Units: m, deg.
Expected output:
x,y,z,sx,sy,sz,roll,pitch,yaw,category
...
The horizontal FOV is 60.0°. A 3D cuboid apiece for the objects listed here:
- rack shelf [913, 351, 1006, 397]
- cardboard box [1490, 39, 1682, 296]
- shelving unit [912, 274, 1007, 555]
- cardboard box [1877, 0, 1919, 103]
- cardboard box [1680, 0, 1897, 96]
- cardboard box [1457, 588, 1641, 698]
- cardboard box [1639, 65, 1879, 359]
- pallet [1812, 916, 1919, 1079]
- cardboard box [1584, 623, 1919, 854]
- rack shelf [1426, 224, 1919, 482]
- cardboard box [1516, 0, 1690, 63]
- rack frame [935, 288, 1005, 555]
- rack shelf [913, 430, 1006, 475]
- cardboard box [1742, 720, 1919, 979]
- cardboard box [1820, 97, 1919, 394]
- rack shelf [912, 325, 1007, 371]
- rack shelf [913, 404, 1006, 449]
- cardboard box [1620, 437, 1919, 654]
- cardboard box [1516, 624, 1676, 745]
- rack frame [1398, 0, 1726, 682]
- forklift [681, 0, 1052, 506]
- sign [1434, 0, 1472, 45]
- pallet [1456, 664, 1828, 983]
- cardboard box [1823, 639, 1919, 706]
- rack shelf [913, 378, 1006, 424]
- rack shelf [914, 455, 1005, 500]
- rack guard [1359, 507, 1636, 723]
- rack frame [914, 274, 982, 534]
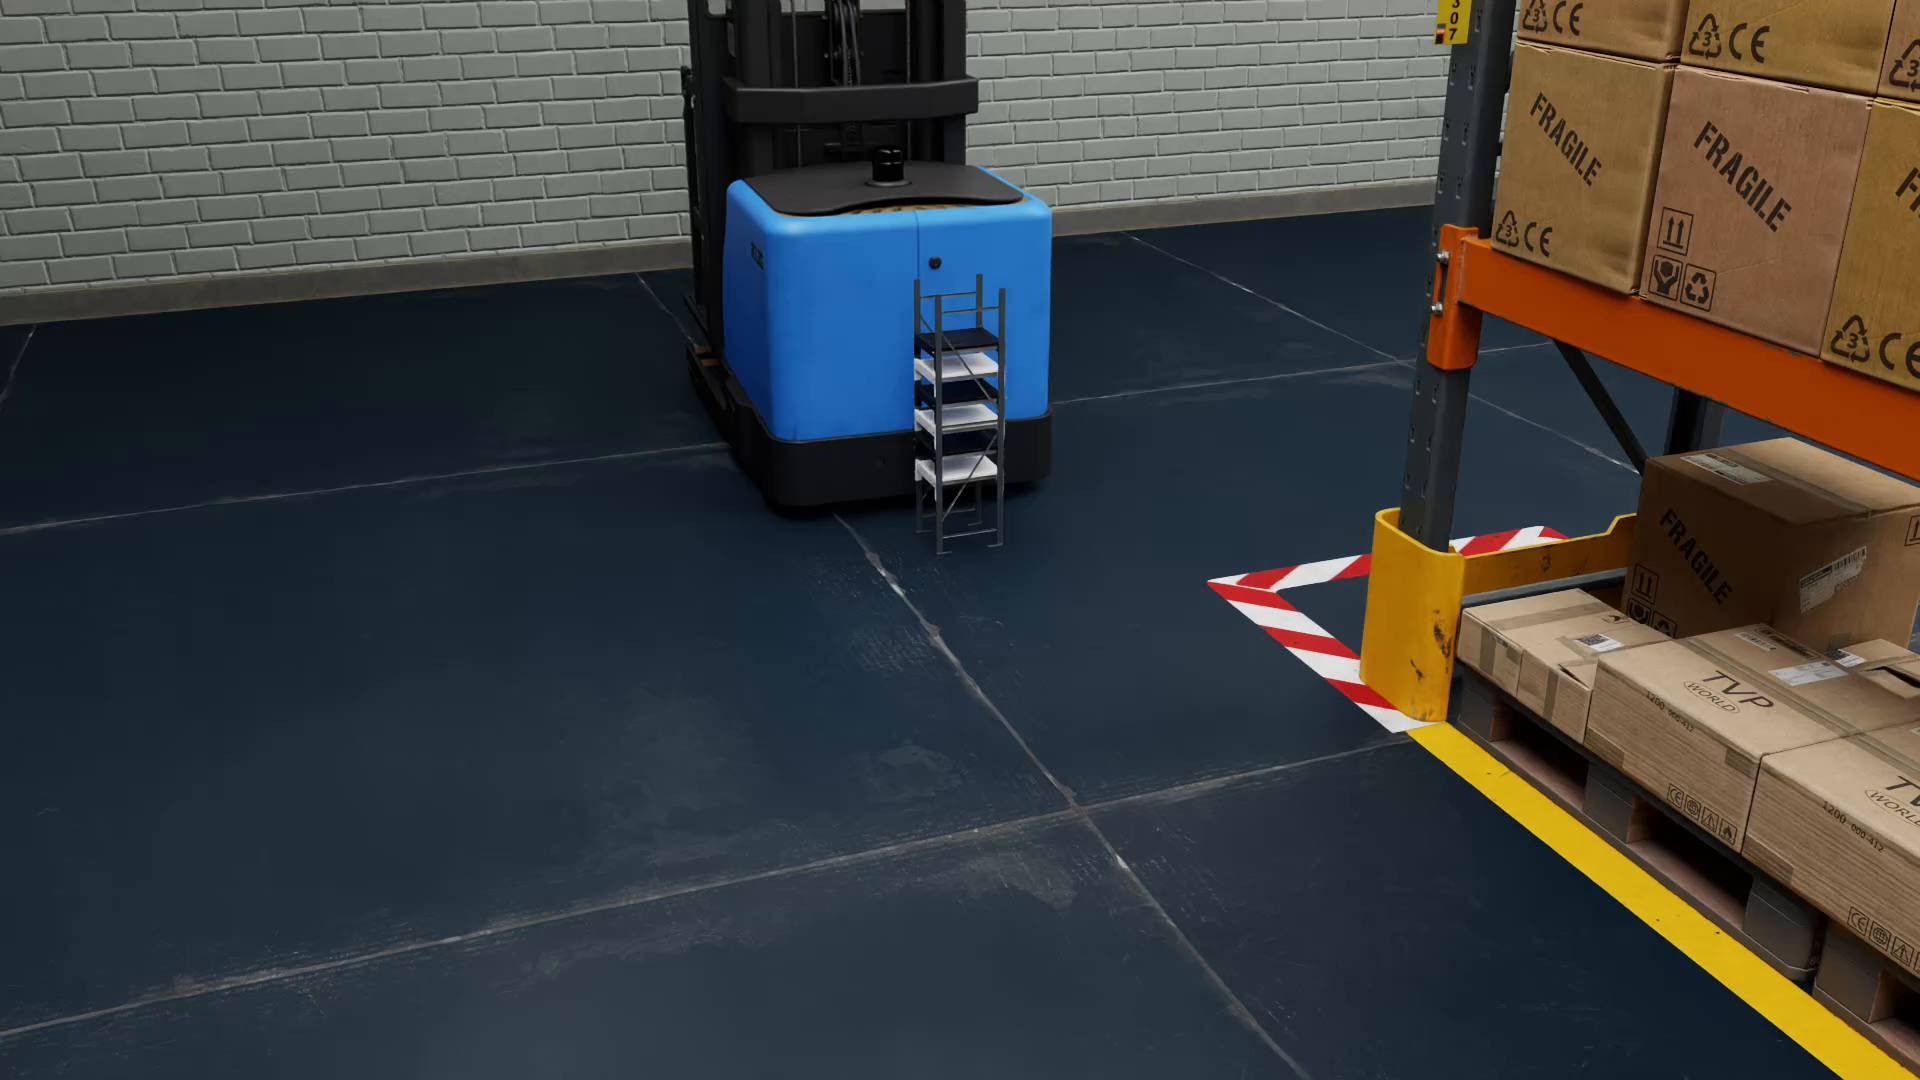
x,y,z,sx,sy,sz,roll,pitch,yaw,category
-0.003,-0.553,5.525,0.258,0.077,0.200,-8,24,-19,rack shelf
1.625,-0.893,3.877,0.500,0.500,0.500,-8,24,-18,cardboard box
-0.003,-0.418,5.582,0.258,0.900,0.210,-8,24,-19,shelving unit
1.989,-0.982,2.802,0.500,0.500,0.500,-8,24,-18,cardboard box
1.817,-1.164,3.235,0.500,0.500,0.500,-8,24,-18,cardboard box
1.541,0.266,4.360,0.380,0.149,0.250,-8,24,-19,cardboard box
1.812,-0.706,3.434,0.500,0.500,0.500,-9,24,-20,cardboard box
2.452,1.001,3.104,1.003,0.211,1.213,-8,24,-19,pallet
1.818,0.439,3.821,0.500,0.250,0.500,-8,24,-19,cardboard box
2.421,0.014,2.780,1.077,0.370,4.000,-8,24,-19,rack shelf
1.625,-1.353,3.683,0.500,0.500,0.500,-8,24,-17,cardboard box
0.033,-0.381,5.495,0.240,0.900,0.006,-8,24,-19,rack frame
-0.003,-0.304,5.630,0.258,0.077,0.200,-8,24,-19,rack shelf
1.995,0.620,3.390,0.500,0.250,0.500,-8,24,-19,cardboard box
1.987,-0.523,3.000,0.500,0.500,0.500,-8,24,-19,cardboard box
-0.003,-0.636,5.490,0.258,0.077,0.200,-8,24,-19,rack shelf
-0.003,-0.387,5.595,0.258,0.077,0.200,-8,24,-19,rack shelf
2.137,0.069,4.376,0.500,0.500,0.500,-8,24,-19,cardboard box
1.630,0.349,4.141,0.380,0.166,0.250,-8,24,-19,cardboard box
1.715,-1.044,4.365,1.000,3.000,0.127,-8,24,-19,rack frame
-0.585,-2.014,6.754,1.130,2.935,3.031,-7,24,-16,forklift
1.207,-1.368,4.020,0.100,0.325,0.005,-8,24,-19,sign
2.024,0.558,4.154,1.003,0.211,1.213,-8,24,-19,pallet
2.196,0.382,4.063,0.380,0.166,0.250,-8,24,-19,cardboard box
-0.003,-0.470,5.560,0.258,0.077,0.200,-8,24,-19,rack shelf
-0.003,-0.221,5.665,0.258,0.077,0.200,-8,24,-19,rack shelf
1.742,0.136,4.785,1.175,0.500,0.348,-8,24,-19,rack guard
-0.039,-0.455,5.670,0.240,0.900,0.006,-8,24,-19,rack frame
